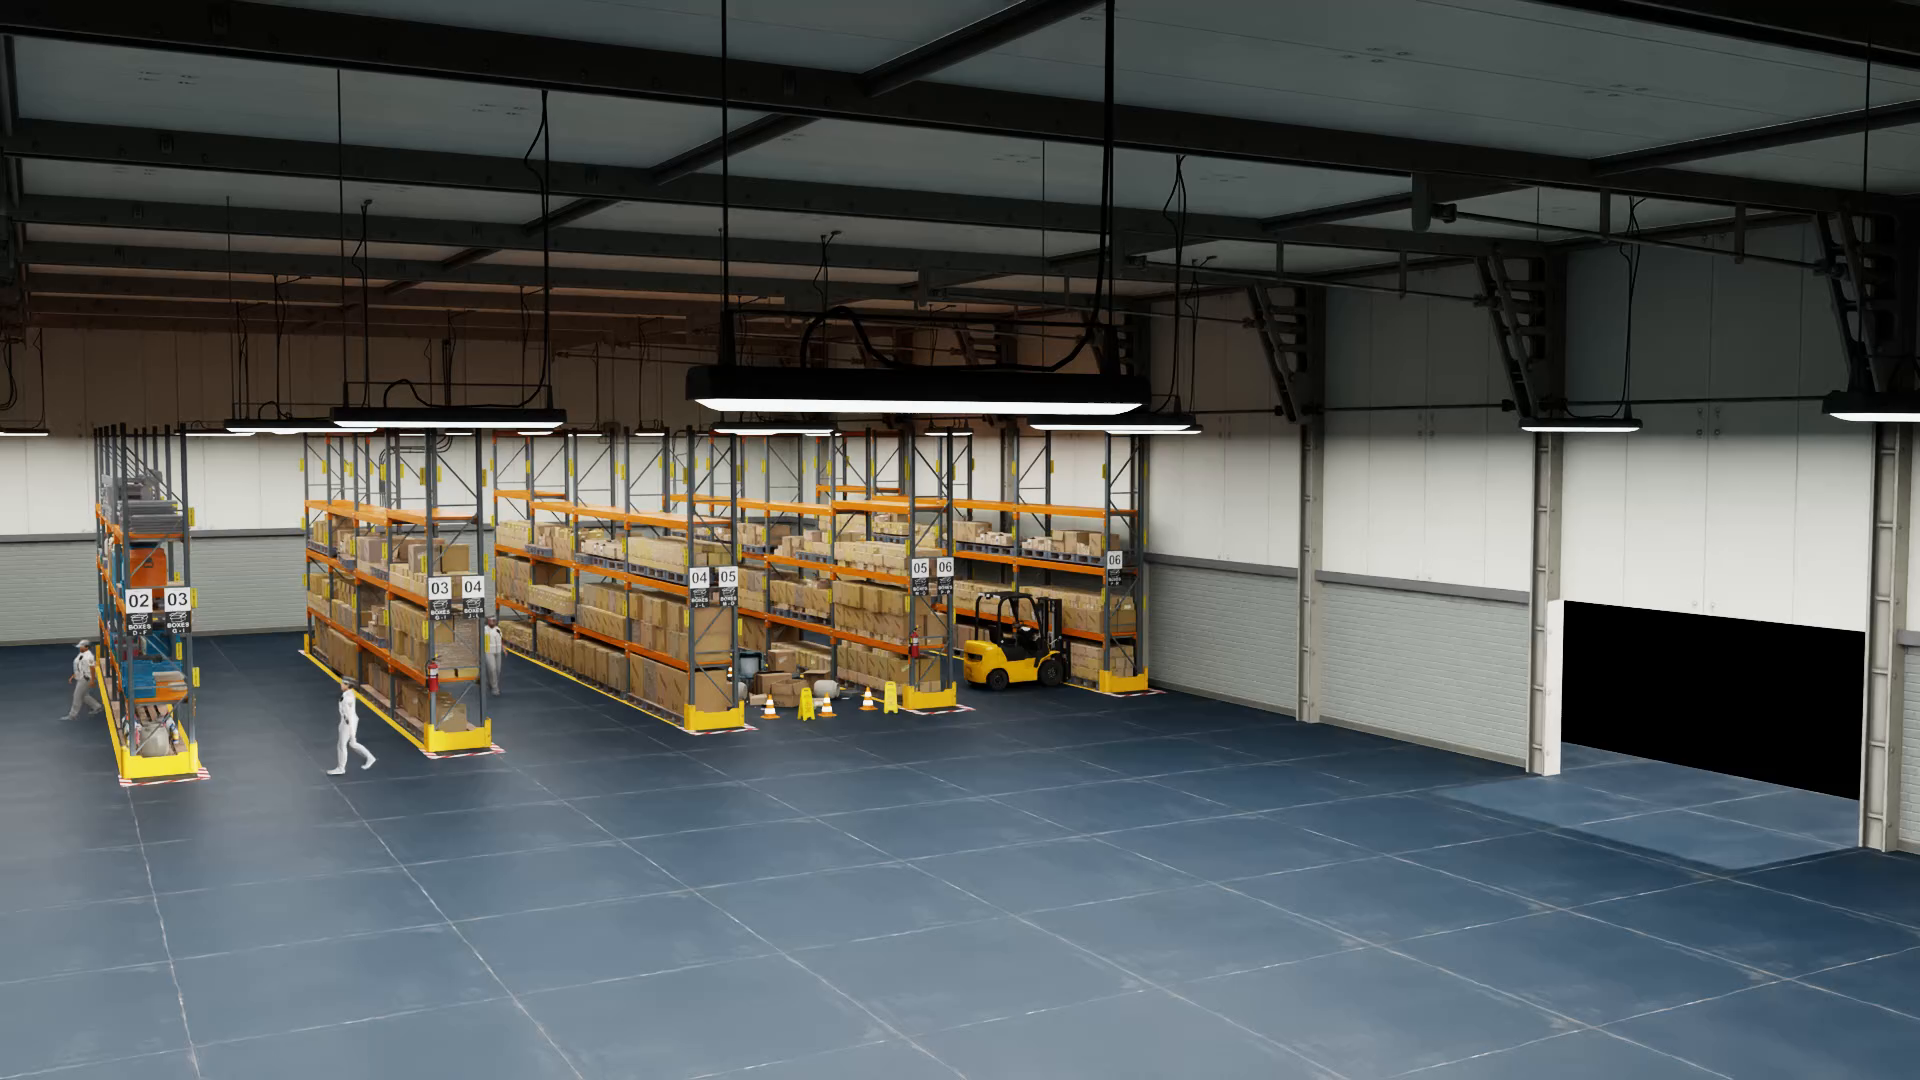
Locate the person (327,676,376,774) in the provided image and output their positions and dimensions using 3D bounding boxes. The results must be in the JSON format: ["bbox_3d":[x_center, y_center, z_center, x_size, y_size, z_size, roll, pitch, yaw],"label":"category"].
[{"bbox_3d":[-10.457,3.154,28.546,0.780,1.662,0.470,-1,4,-16],"label":"person"}]

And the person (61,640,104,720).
[{"bbox_3d":[-17.960,2.852,34.030,0.546,1.628,0.868,3,5,42],"label":"person"}]

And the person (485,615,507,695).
[{"bbox_3d":[-10.501,2.587,37.615,0.691,1.785,0.560,3,4,39],"label":"person"}]
